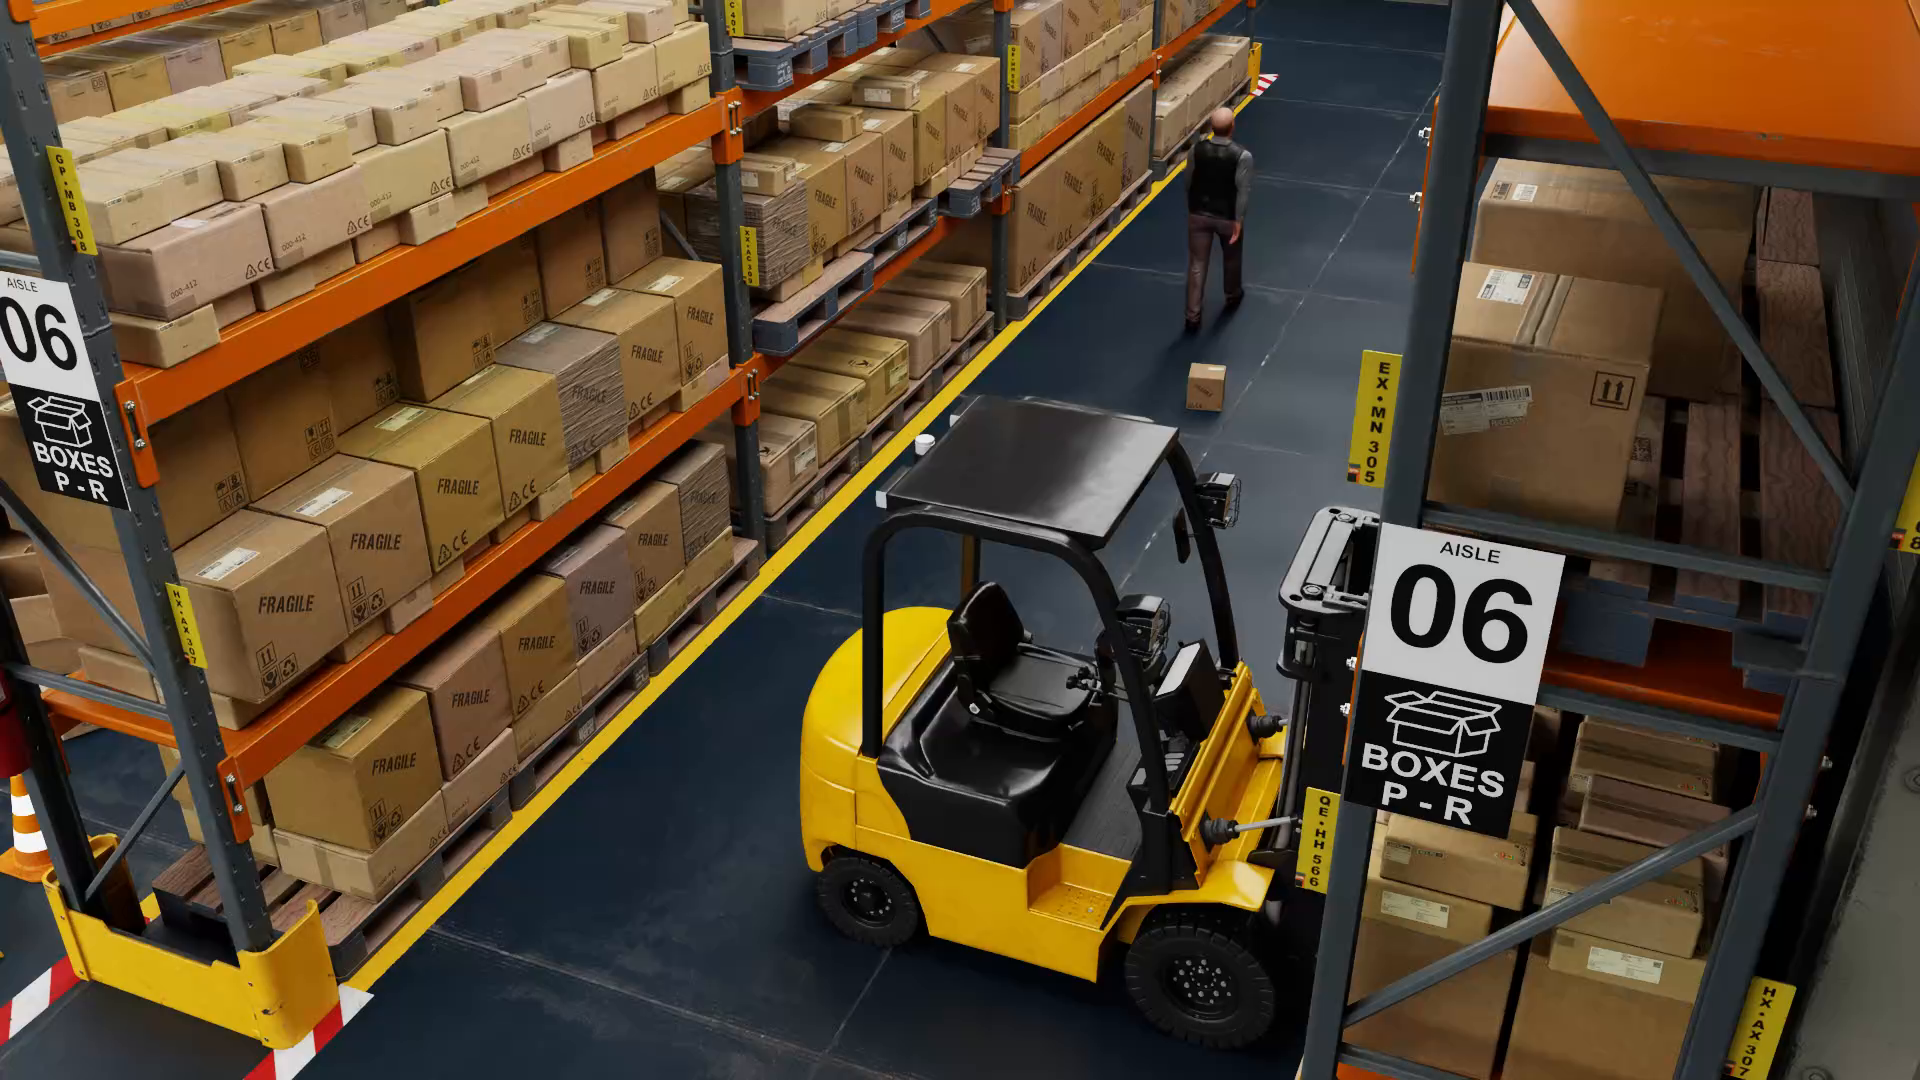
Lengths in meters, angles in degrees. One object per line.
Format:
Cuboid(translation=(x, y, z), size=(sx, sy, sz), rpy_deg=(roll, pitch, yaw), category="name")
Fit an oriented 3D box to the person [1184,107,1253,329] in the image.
Cuboid(translation=(2.009, -2.569, 12.953), size=(0.543, 1.665, 0.993), rpy_deg=(9, 31, 16), category="person")
